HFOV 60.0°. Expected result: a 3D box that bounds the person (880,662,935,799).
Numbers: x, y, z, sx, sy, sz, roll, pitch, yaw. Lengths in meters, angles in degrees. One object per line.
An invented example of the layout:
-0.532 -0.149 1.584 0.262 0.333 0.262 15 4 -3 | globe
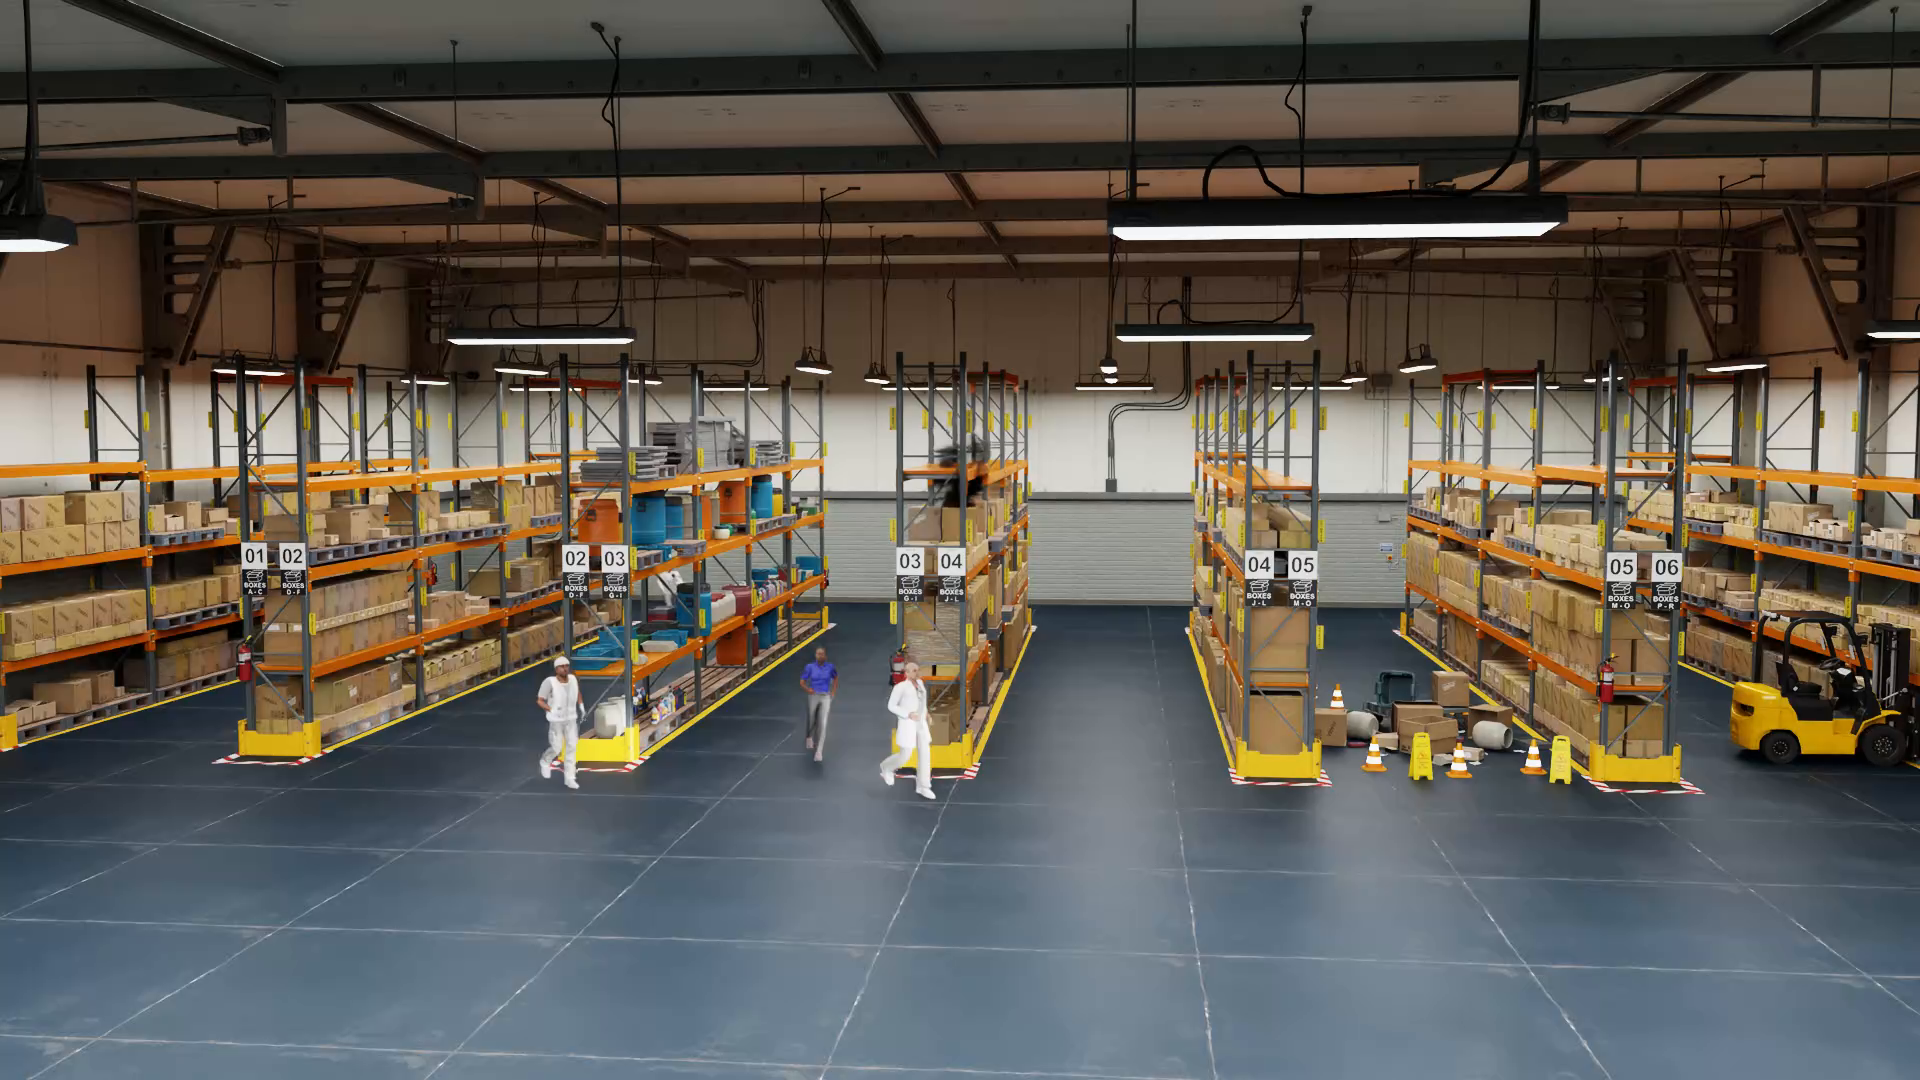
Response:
-0.655 2.529 22.337 0.740 1.775 1.050 -4 6 -42 | person

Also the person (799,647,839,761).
-2.112 2.462 24.937 0.591 1.586 0.820 -1 4 -8 | person

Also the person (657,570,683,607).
-6.962 1.332 39.984 0.611 1.751 0.705 -1 4 -10 | person

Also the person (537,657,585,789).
-5.499 2.490 22.935 0.708 1.785 0.824 -3 5 -40 | person
